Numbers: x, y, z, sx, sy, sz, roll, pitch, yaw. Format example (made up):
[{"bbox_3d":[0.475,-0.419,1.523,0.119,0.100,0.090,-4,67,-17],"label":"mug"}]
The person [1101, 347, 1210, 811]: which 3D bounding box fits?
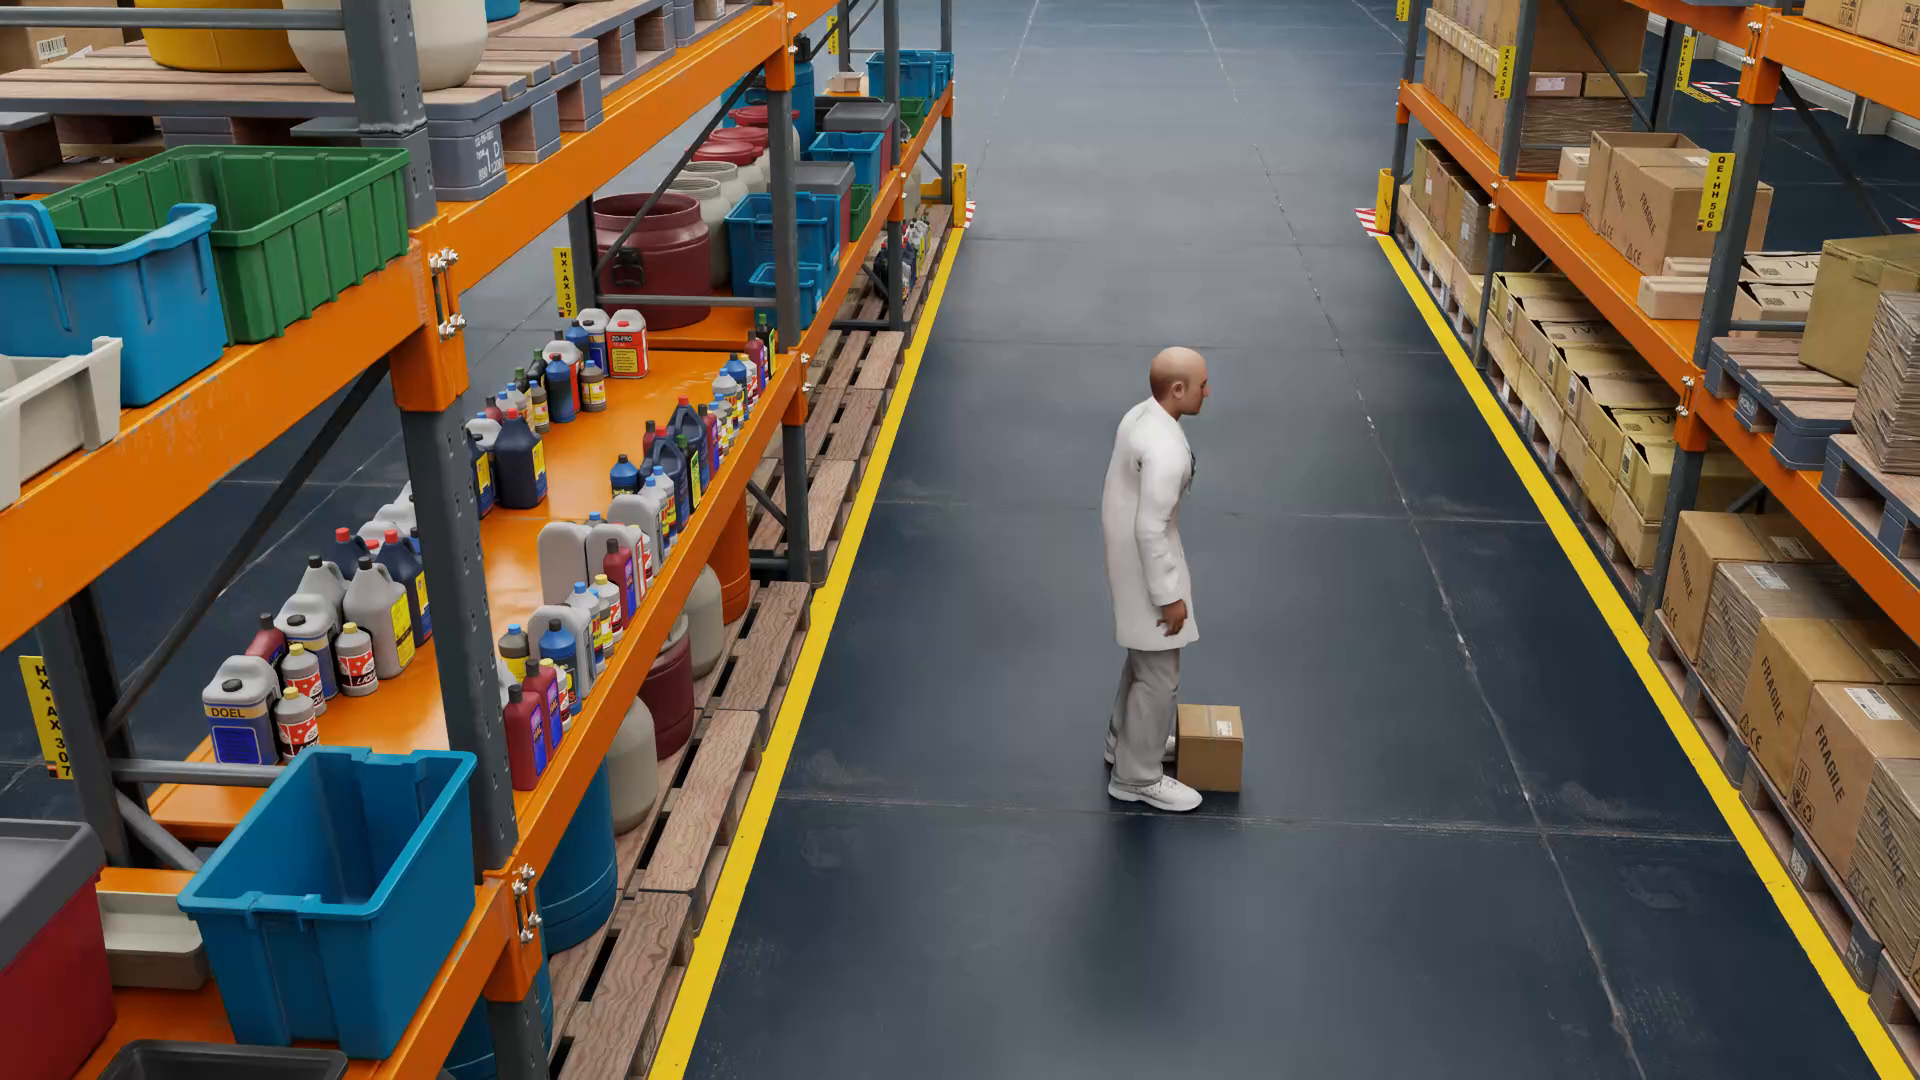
[{"bbox_3d":[0.746,0.123,6.348,0.424,1.774,0.653,0,24,1],"label":"person"}]
